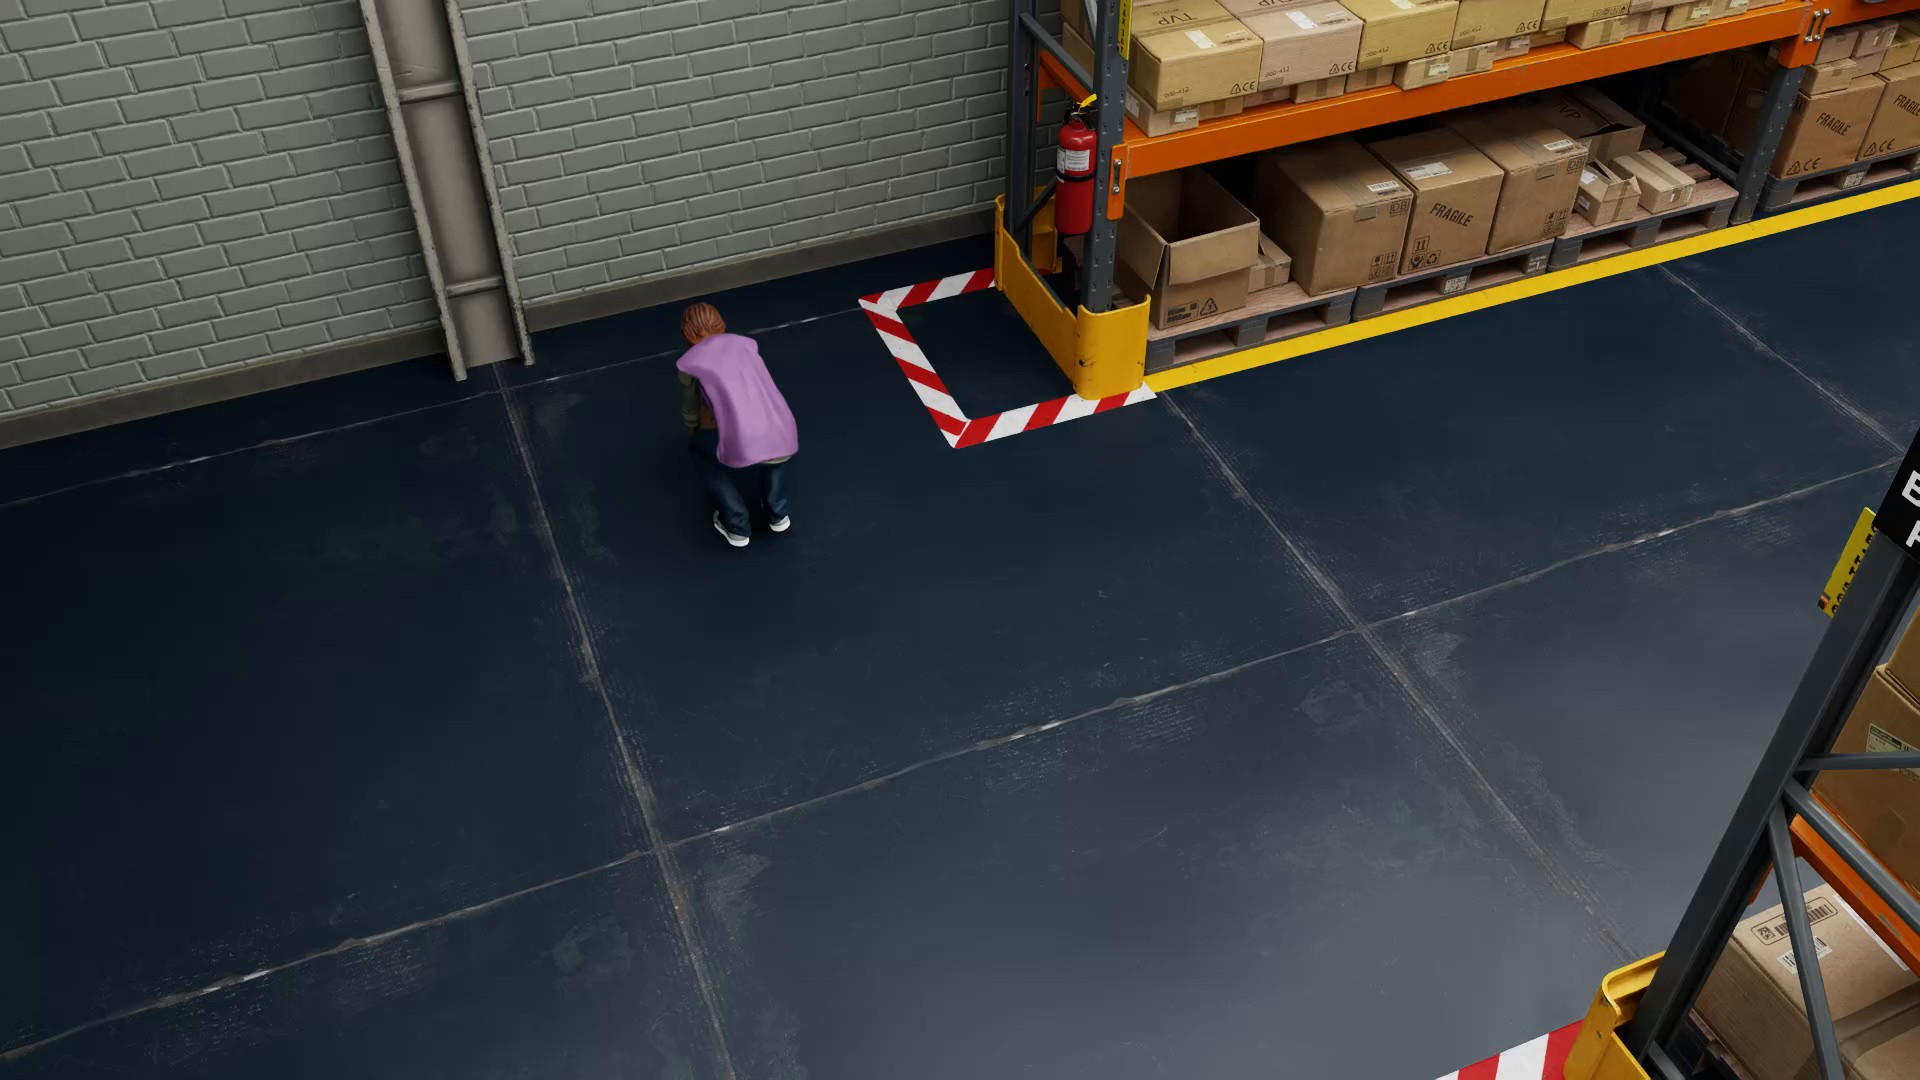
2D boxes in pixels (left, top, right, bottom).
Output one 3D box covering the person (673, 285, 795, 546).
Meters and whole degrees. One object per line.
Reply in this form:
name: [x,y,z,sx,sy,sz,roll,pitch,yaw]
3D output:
person: [-0.976,-0.513,7.200,0.418,0.966,0.861,-18,45,-18]
